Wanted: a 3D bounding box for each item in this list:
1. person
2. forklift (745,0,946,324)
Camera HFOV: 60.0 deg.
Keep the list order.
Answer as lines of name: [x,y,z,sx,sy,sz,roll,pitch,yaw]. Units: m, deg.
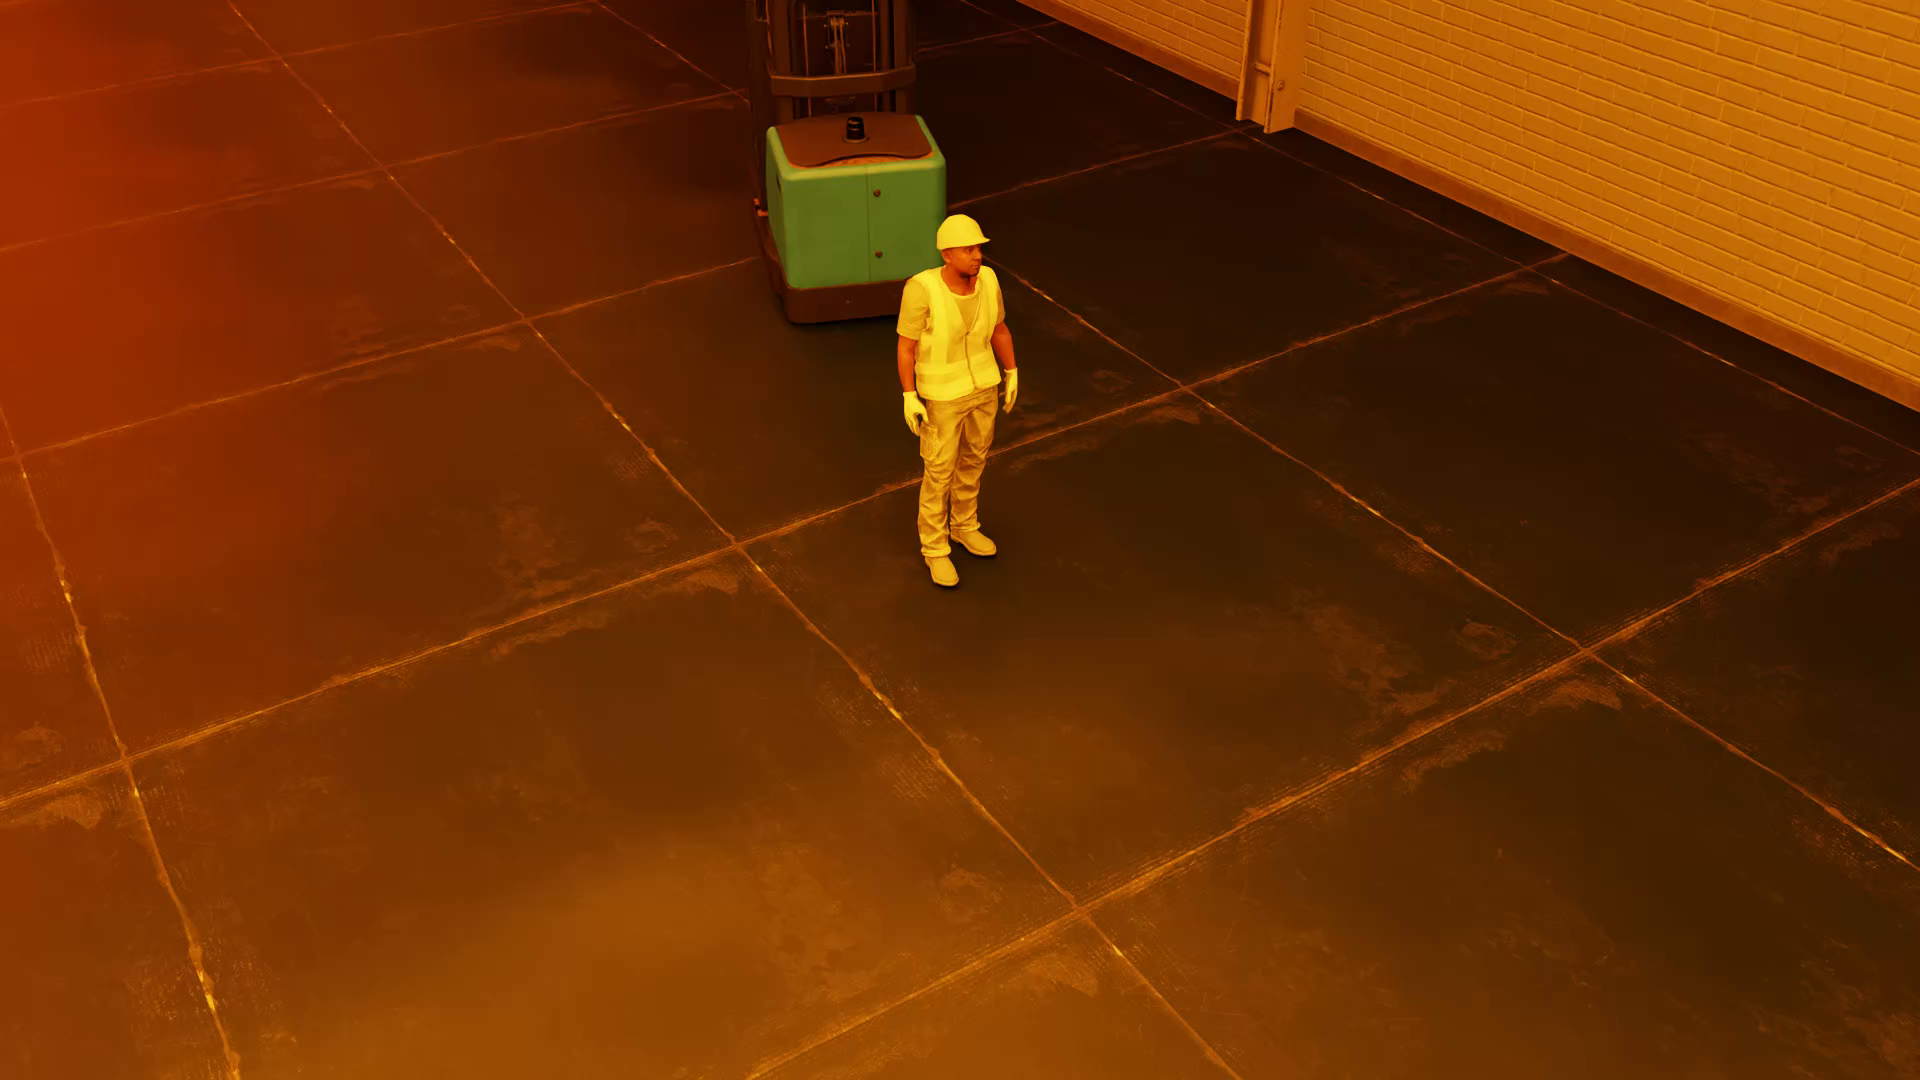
person: [0.033,-0.698,8.127,0.657,1.785,0.575,-21,40,-27]
forklift: [-0.889,-3.411,11.002,1.130,2.935,3.031,-7,36,-10]
